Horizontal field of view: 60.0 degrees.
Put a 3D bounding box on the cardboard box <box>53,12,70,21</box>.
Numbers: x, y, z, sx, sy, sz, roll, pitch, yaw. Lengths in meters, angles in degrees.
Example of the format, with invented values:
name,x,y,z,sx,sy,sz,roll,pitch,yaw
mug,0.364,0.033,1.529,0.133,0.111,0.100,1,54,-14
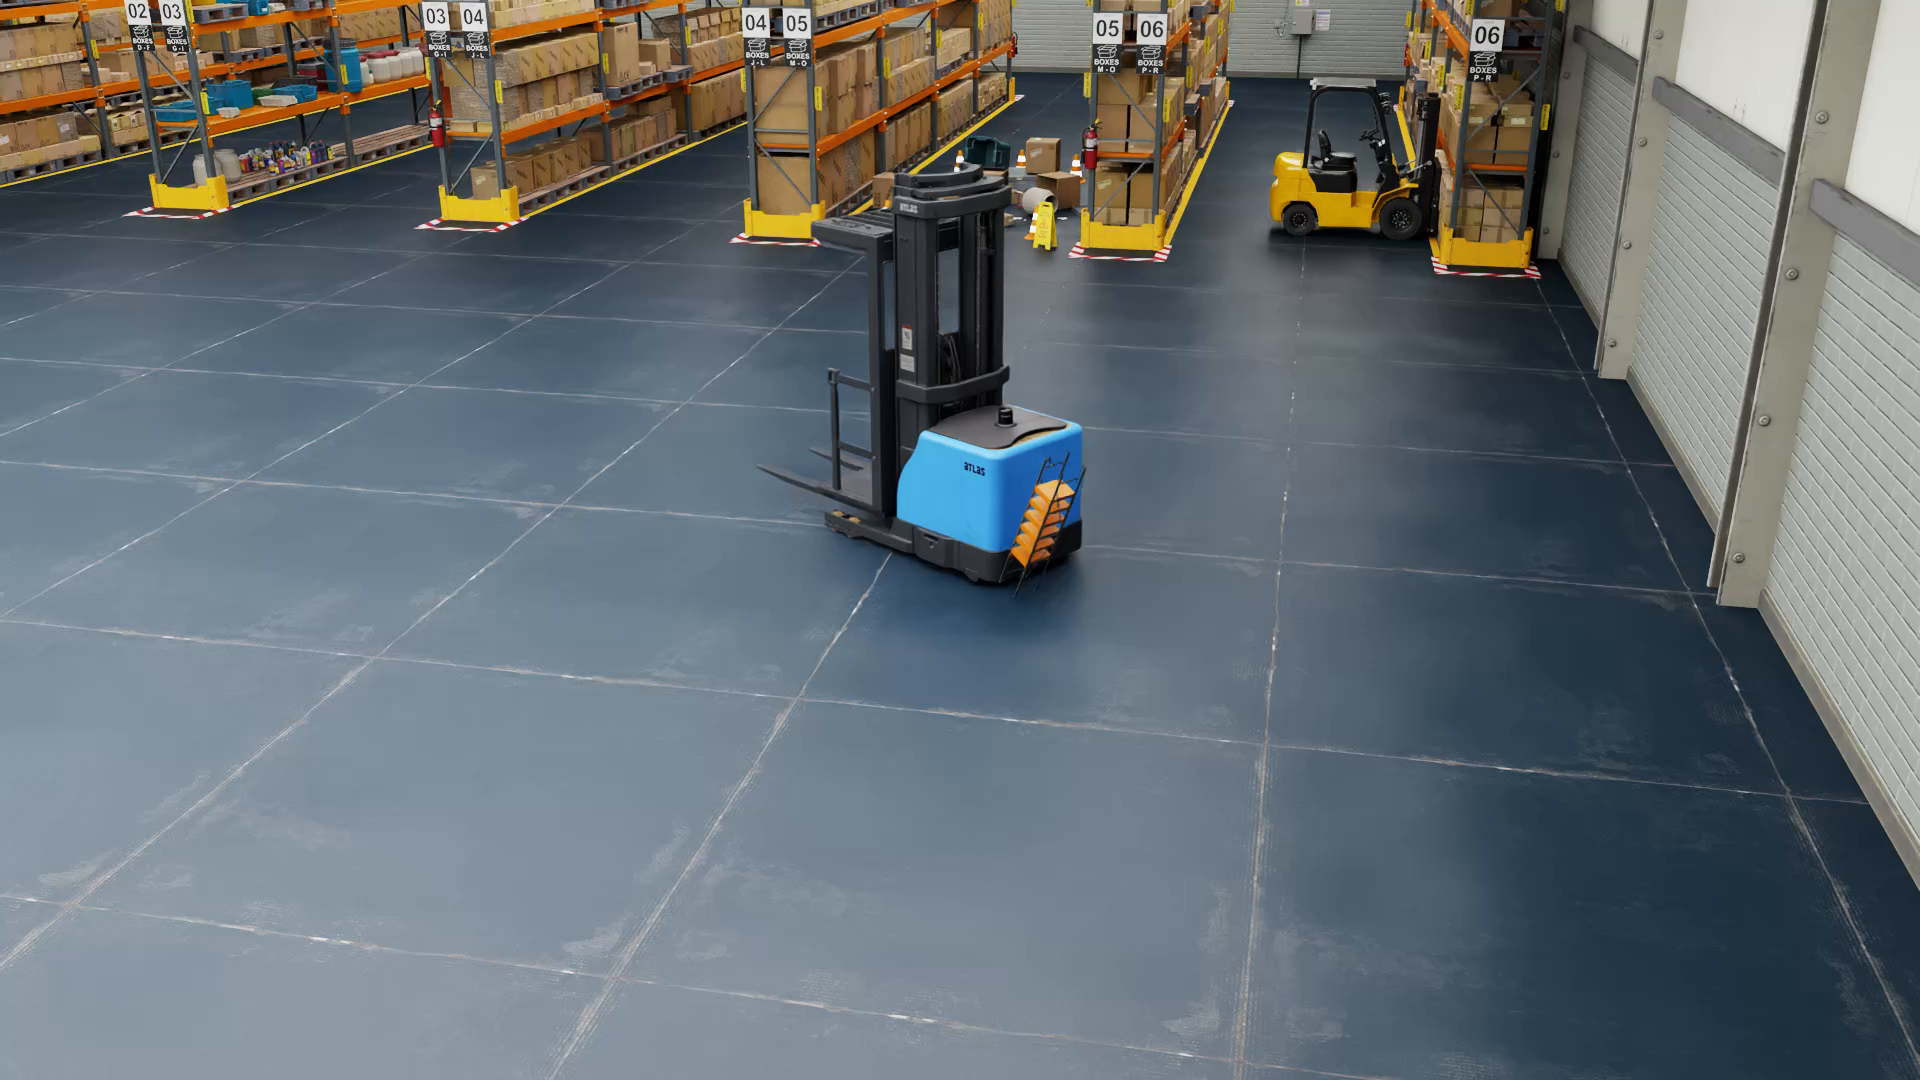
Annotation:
name,x,y,z,sx,sy,sz,roll,pitch,yaw
cardboard box,-19.762,-11.438,36.176,0.500,0.250,0.500,5,22,11

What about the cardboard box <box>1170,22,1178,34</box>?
name,x,y,z,sx,sy,sz,roll,pitch,yaw
cardboard box,2.947,-7.401,24.035,0.380,0.149,0.250,5,22,12

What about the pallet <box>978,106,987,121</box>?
name,x,y,z,sx,sy,sz,roll,pitch,yaw
pallet,-0.014,-9.240,36.014,1.003,0.211,1.213,4,22,11

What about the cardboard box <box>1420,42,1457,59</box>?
name,x,y,z,sx,sy,sz,roll,pitch,yaw
cardboard box,8.946,-8.959,30.883,0.797,0.503,0.637,4,22,10

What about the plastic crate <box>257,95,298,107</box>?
name,x,y,z,sx,sy,sz,roll,pitch,yaw
plastic crate,-11.516,-7.417,28.107,0.530,0.136,0.437,4,22,11

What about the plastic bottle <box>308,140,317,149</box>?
name,x,y,z,sx,sy,sz,roll,pitch,yaw
plastic bottle,-11.423,-6.881,29.381,0.144,0.351,0.185,4,22,11

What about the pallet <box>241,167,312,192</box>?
name,x,y,z,sx,sy,sz,roll,pitch,yaw
pallet,-11.857,-6.169,28.388,1.003,0.211,1.213,4,22,11

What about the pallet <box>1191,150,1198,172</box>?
name,x,y,z,sx,sy,sz,roll,pitch,yaw
pallet,3.773,-6.903,30.211,1.003,0.211,1.213,4,22,11

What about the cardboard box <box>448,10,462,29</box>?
name,x,y,z,sx,sy,sz,roll,pitch,yaw
cardboard box,-7.550,-7.829,24.964,0.500,0.250,0.500,5,22,12

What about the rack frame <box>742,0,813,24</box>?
name,x,y,z,sx,sy,sz,roll,pitch,yaw
rack frame,-2.565,-8.679,22.859,1.000,3.000,0.127,4,22,11

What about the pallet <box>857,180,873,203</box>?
name,x,y,z,sx,sy,sz,roll,pitch,yaw
pallet,-1.980,-5.794,27.457,1.003,0.211,1.213,4,22,11

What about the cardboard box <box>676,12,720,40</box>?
name,x,y,z,sx,sy,sz,roll,pitch,yaw
cardboard box,-5.336,-10.499,33.931,0.797,0.503,0.637,5,23,13

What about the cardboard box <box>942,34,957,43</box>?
name,x,y,z,sx,sy,sz,roll,pitch,yaw
cardboard box,-0.274,-10.001,33.149,0.380,0.149,0.250,3,22,9

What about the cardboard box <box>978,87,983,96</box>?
name,x,y,z,sx,sy,sz,roll,pitch,yaw
cardboard box,0.271,-9.640,35.732,0.380,0.149,0.250,6,23,14

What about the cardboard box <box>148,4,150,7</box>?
name,x,y,z,sx,sy,sz,roll,pitch,yaw
cardboard box,-19.217,-12.436,39.815,0.980,0.700,0.700,4,22,10

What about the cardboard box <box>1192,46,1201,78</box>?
name,x,y,z,sx,sy,sz,roll,pitch,yaw
cardboard box,3.917,-8.299,28.851,0.500,0.500,0.500,3,22,7

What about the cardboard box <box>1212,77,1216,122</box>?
name,x,y,z,sx,sy,sz,roll,pitch,yaw
cardboard box,4.702,-8.921,33.772,0.875,0.875,0.875,5,23,13

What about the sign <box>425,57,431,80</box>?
name,x,y,z,sx,sy,sz,roll,pitch,yaw
sign,-7.939,-7.045,24.858,0.100,0.325,0.005,4,22,11

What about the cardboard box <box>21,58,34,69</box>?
name,x,y,z,sx,sy,sz,roll,pitch,yaw
cardboard box,-16.387,-8.298,28.941,0.380,0.149,0.250,5,22,12

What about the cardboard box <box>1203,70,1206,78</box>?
name,x,y,z,sx,sy,sz,roll,pitch,yaw
cardboard box,4.280,-8.572,30.824,0.500,0.250,0.500,4,22,10

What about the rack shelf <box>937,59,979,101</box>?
name,x,y,z,sx,sy,sz,roll,pitch,yaw
rack shelf,-0.524,-9.220,33.195,1.077,0.370,4.000,4,22,11

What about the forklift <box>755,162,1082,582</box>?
name,x,y,z,sx,sy,sz,roll,pitch,yaw
forklift,-0.457,-1.499,13.151,3.031,2.935,1.130,20,29,40

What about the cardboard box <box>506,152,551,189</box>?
name,x,y,z,sx,sy,sz,roll,pitch,yaw
cardboard box,-7.021,-6.023,27.077,0.500,0.500,0.500,7,23,16

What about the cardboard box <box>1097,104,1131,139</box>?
name,x,y,z,sx,sy,sz,roll,pitch,yaw
cardboard box,2.143,-5.960,23.605,0.500,0.500,0.500,4,22,10

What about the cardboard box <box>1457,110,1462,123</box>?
name,x,y,z,sx,sy,sz,roll,pitch,yaw
cardboard box,6.981,-5.770,22.664,0.380,0.149,0.250,5,22,12

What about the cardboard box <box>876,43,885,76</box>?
name,x,y,z,sx,sy,sz,roll,pitch,yaw
cardboard box,-1.653,-8.052,27.859,0.700,0.500,0.500,4,22,10

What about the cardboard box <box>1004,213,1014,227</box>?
name,x,y,z,sx,sy,sz,roll,pitch,yaw
cardboard box,0.592,-4.867,25.239,0.380,0.149,0.250,18,28,38

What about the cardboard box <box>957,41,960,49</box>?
name,x,y,z,sx,sy,sz,roll,pitch,yaw
cardboard box,-0.216,-9.959,33.442,0.380,0.149,0.250,3,22,8

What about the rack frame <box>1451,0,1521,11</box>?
name,x,y,z,sx,sy,sz,roll,pitch,yaw
rack frame,7.978,-9.425,24.710,1.000,3.000,0.127,4,22,11

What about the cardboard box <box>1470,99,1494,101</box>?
name,x,y,z,sx,sy,sz,roll,pitch,yaw
cardboard box,7.049,-5.904,22.598,0.380,0.149,0.250,4,22,11

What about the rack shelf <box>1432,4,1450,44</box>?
name,x,y,z,sx,sy,sz,roll,pitch,yaw
rack shelf,8.386,-8.431,27.221,1.077,0.370,4.000,4,22,11

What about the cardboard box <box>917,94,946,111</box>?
name,x,y,z,sx,sy,sz,roll,pitch,yaw
cardboard box,-0.554,-8.439,32.073,0.500,0.250,0.500,3,22,8

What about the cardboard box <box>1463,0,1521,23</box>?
name,x,y,z,sx,sy,sz,roll,pitch,yaw
cardboard box,7.321,-7.406,22.882,0.700,0.500,0.500,5,22,11

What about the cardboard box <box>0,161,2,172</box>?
name,x,y,z,sx,sy,sz,roll,pitch,yaw
cardboard box,-16.671,-6.350,28.224,0.500,0.250,0.500,4,22,11

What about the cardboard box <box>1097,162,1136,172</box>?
name,x,y,z,sx,sy,sz,roll,pitch,yaw
cardboard box,2.313,-5.328,24.681,0.500,0.500,0.500,5,23,13

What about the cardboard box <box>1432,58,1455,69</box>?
name,x,y,z,sx,sy,sz,roll,pitch,yaw
cardboard box,8.388,-8.261,28.847,0.380,0.149,0.250,5,22,12

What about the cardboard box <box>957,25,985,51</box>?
name,x,y,z,sx,sy,sz,roll,pitch,yaw
cardboard box,0.232,-10.632,35.205,0.500,0.500,0.500,4,22,10

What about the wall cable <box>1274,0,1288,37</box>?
name,x,y,z,sx,sy,sz,roll,pitch,yaw
wall cable,8.085,-13.839,42.341,0.588,1.984,0.122,4,22,11

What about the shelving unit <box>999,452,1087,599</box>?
name,x,y,z,sx,sy,sz,roll,pitch,yaw
shelving unit,0.588,-0.093,12.009,0.258,1.200,0.189,-17,51,-36

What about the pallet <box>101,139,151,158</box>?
name,x,y,z,sx,sy,sz,roll,pitch,yaw
pallet,-16.168,-7.510,31.719,1.003,0.211,1.213,4,22,11

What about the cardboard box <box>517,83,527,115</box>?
name,x,y,z,sx,sy,sz,roll,pitch,yaw
cardboard box,-7.276,-6.887,25.907,0.875,0.500,0.500,4,22,11

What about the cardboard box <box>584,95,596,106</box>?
name,x,y,z,sx,sy,sz,roll,pitch,yaw
cardboard box,-6.400,-7.466,28.214,0.380,0.149,0.250,4,22,11

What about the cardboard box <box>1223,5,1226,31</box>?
name,x,y,z,sx,sy,sz,roll,pitch,yaw
cardboard box,5.415,-11.166,35.591,0.500,0.500,0.500,4,22,11

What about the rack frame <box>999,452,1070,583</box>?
name,x,y,z,sx,sy,sz,roll,pitch,yaw
rack frame,0.534,-0.151,12.056,0.240,1.200,0.006,-17,51,-36

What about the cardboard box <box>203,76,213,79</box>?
name,x,y,z,sx,sy,sz,roll,pitch,yaw
cardboard box,-18.931,-11.701,41.175,0.700,0.500,0.500,4,22,9

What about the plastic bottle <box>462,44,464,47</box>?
name,x,y,z,sx,sy,sz,roll,pitch,yaw
plastic bottle,-10.554,-10.414,35.369,0.097,0.271,0.097,0,22,0

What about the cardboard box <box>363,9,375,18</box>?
name,x,y,z,sx,sy,sz,roll,pitch,yaw
cardboard box,-14.066,-12.495,38.890,0.500,0.500,0.500,4,22,9

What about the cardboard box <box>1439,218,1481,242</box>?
name,x,y,z,sx,sy,sz,roll,pitch,yaw
cardboard box,6.948,-4.295,23.120,0.500,0.250,0.500,5,22,11

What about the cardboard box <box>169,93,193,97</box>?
name,x,y,z,sx,sy,sz,roll,pitch,yaw
cardboard box,-15.859,-9.004,34.064,0.500,0.311,0.500,5,23,13

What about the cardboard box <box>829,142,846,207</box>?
name,x,y,z,sx,sy,sz,roll,pitch,yaw
cardboard box,-2.313,-5.681,25.726,0.875,0.875,0.875,4,22,10

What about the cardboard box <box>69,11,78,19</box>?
name,x,y,z,sx,sy,sz,roll,pitch,yaw
cardboard box,-19.664,-11.625,36.641,0.500,0.250,0.500,4,22,10

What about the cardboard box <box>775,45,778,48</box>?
name,x,y,z,sx,sy,sz,roll,pitch,yaw
cardboard box,-4.301,-11.141,37.337,0.380,0.149,0.250,5,22,12

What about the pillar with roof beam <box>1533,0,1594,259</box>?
name,x,y,z,sx,sy,sz,roll,pitch,yaw
pillar with roof beam,3.972,-8.476,22.354,9.100,9.000,0.400,4,22,11

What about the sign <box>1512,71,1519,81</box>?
name,x,y,z,sx,sy,sz,roll,pitch,yaw
sign,8.522,-7.039,25.551,0.100,0.325,0.005,4,22,11

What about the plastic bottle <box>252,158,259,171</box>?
name,x,y,z,sx,sy,sz,roll,pitch,yaw
plastic bottle,-12.070,-6.439,28.482,0.097,0.201,0.097,0,22,0
